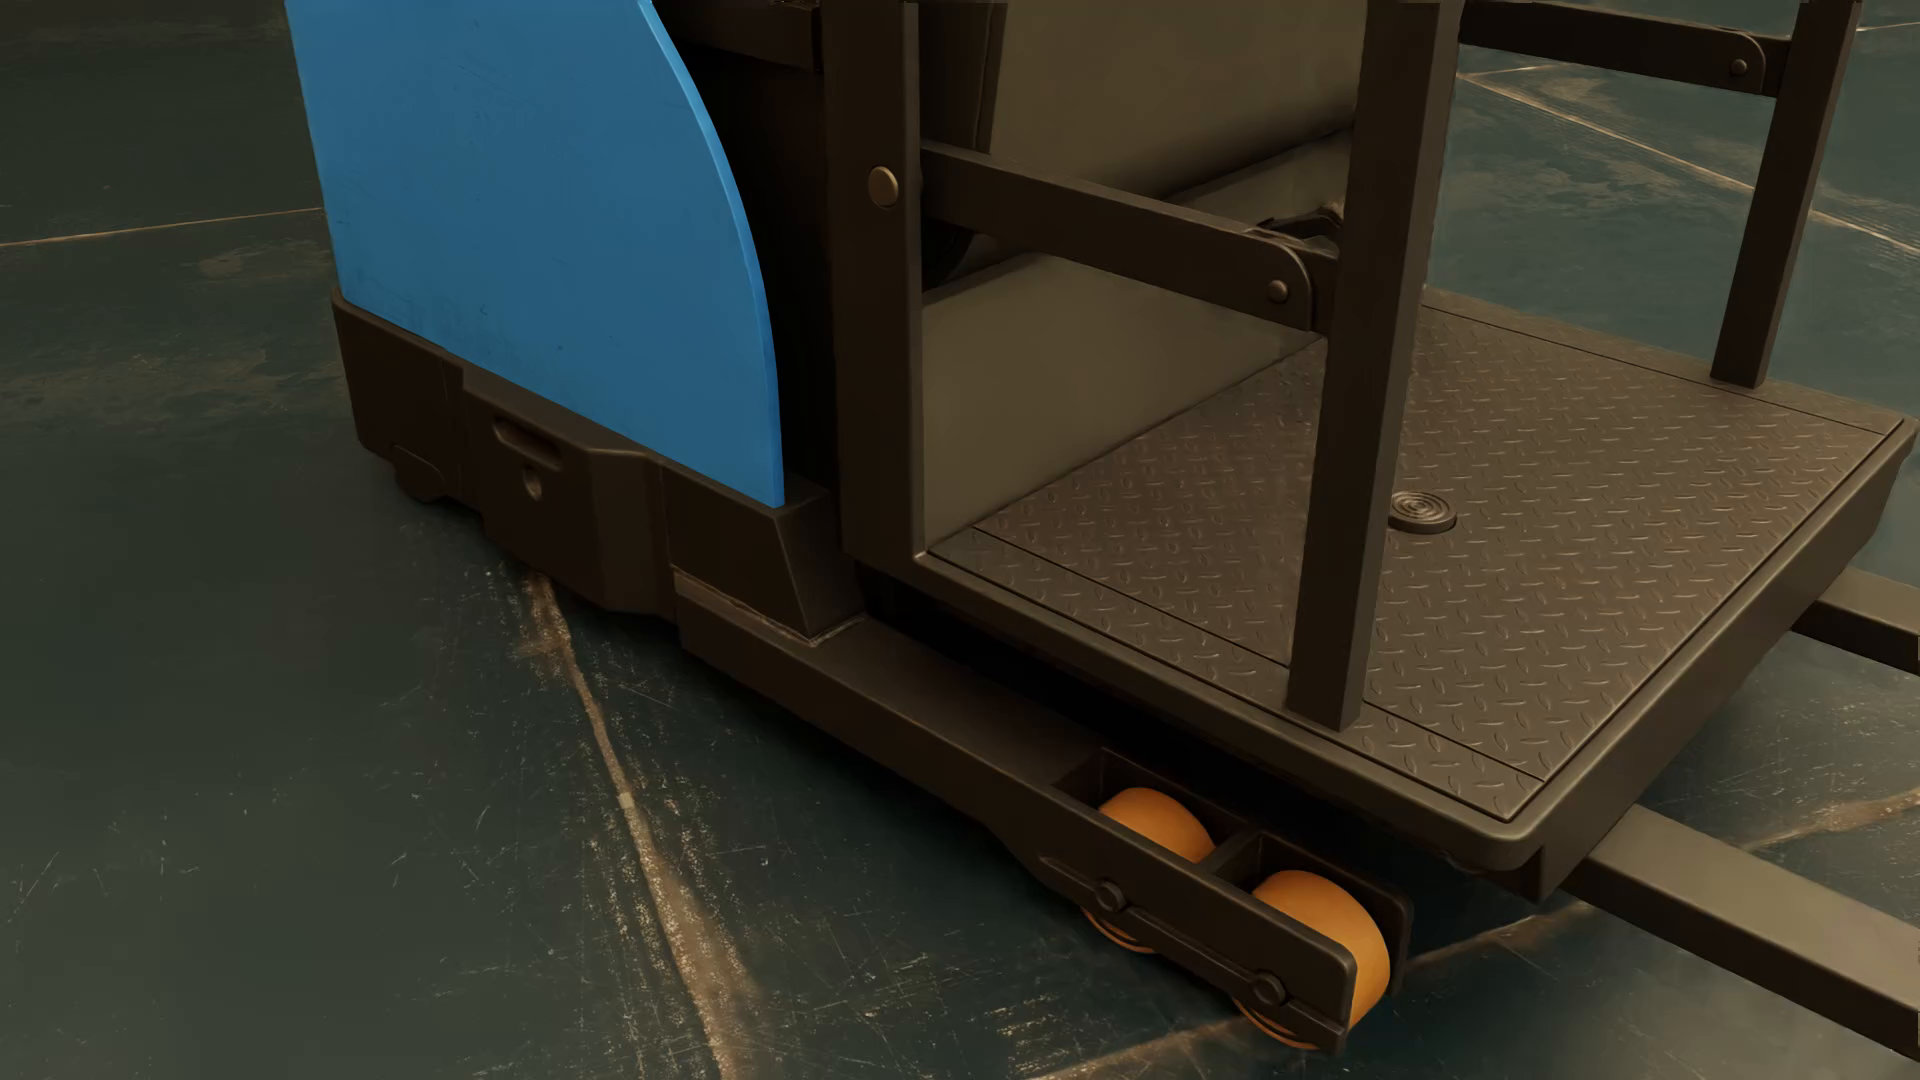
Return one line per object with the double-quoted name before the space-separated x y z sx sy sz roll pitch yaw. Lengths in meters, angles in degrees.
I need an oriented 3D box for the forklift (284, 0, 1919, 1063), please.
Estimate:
"forklift" 0.464 -1.072 1.422 3.031 2.935 1.130 24 38 36
